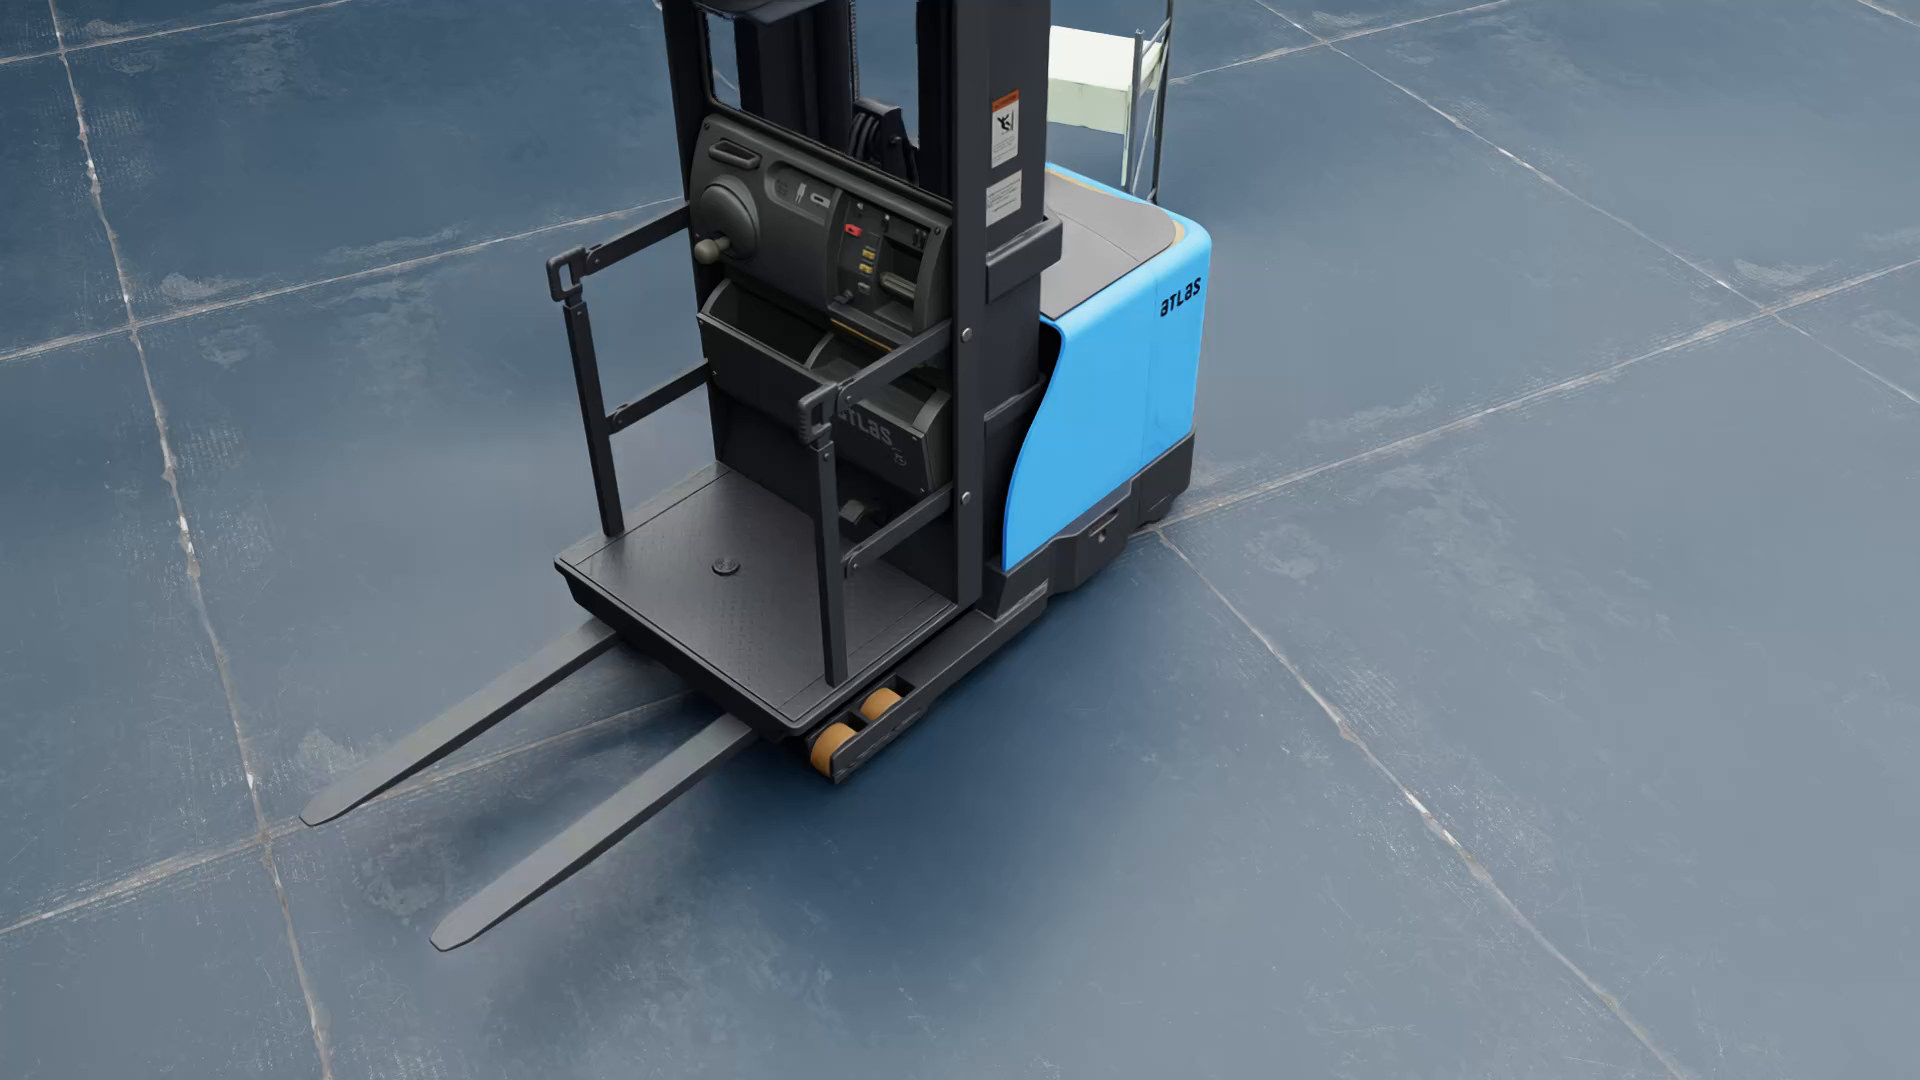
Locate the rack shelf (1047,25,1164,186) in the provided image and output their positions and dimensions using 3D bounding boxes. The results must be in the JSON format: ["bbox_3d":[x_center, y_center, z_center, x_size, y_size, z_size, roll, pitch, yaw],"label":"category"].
[{"bbox_3d":[0.311,-1.566,5.835,0.720,0.370,0.431,15,42,17],"label":"rack shelf"}]

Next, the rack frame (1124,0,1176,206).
[{"bbox_3d":[0.649,-1.179,5.981,0.023,1.500,0.400,15,42,17],"label":"rack frame"}]

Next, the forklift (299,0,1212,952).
[{"bbox_3d":[-0.542,-0.785,4.408,1.130,2.935,3.031,30,49,31],"label":"forklift"}]

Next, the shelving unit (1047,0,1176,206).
[{"bbox_3d":[0.310,-1.268,6.087,0.755,1.500,0.431,15,42,17],"label":"shelving unit"}]
